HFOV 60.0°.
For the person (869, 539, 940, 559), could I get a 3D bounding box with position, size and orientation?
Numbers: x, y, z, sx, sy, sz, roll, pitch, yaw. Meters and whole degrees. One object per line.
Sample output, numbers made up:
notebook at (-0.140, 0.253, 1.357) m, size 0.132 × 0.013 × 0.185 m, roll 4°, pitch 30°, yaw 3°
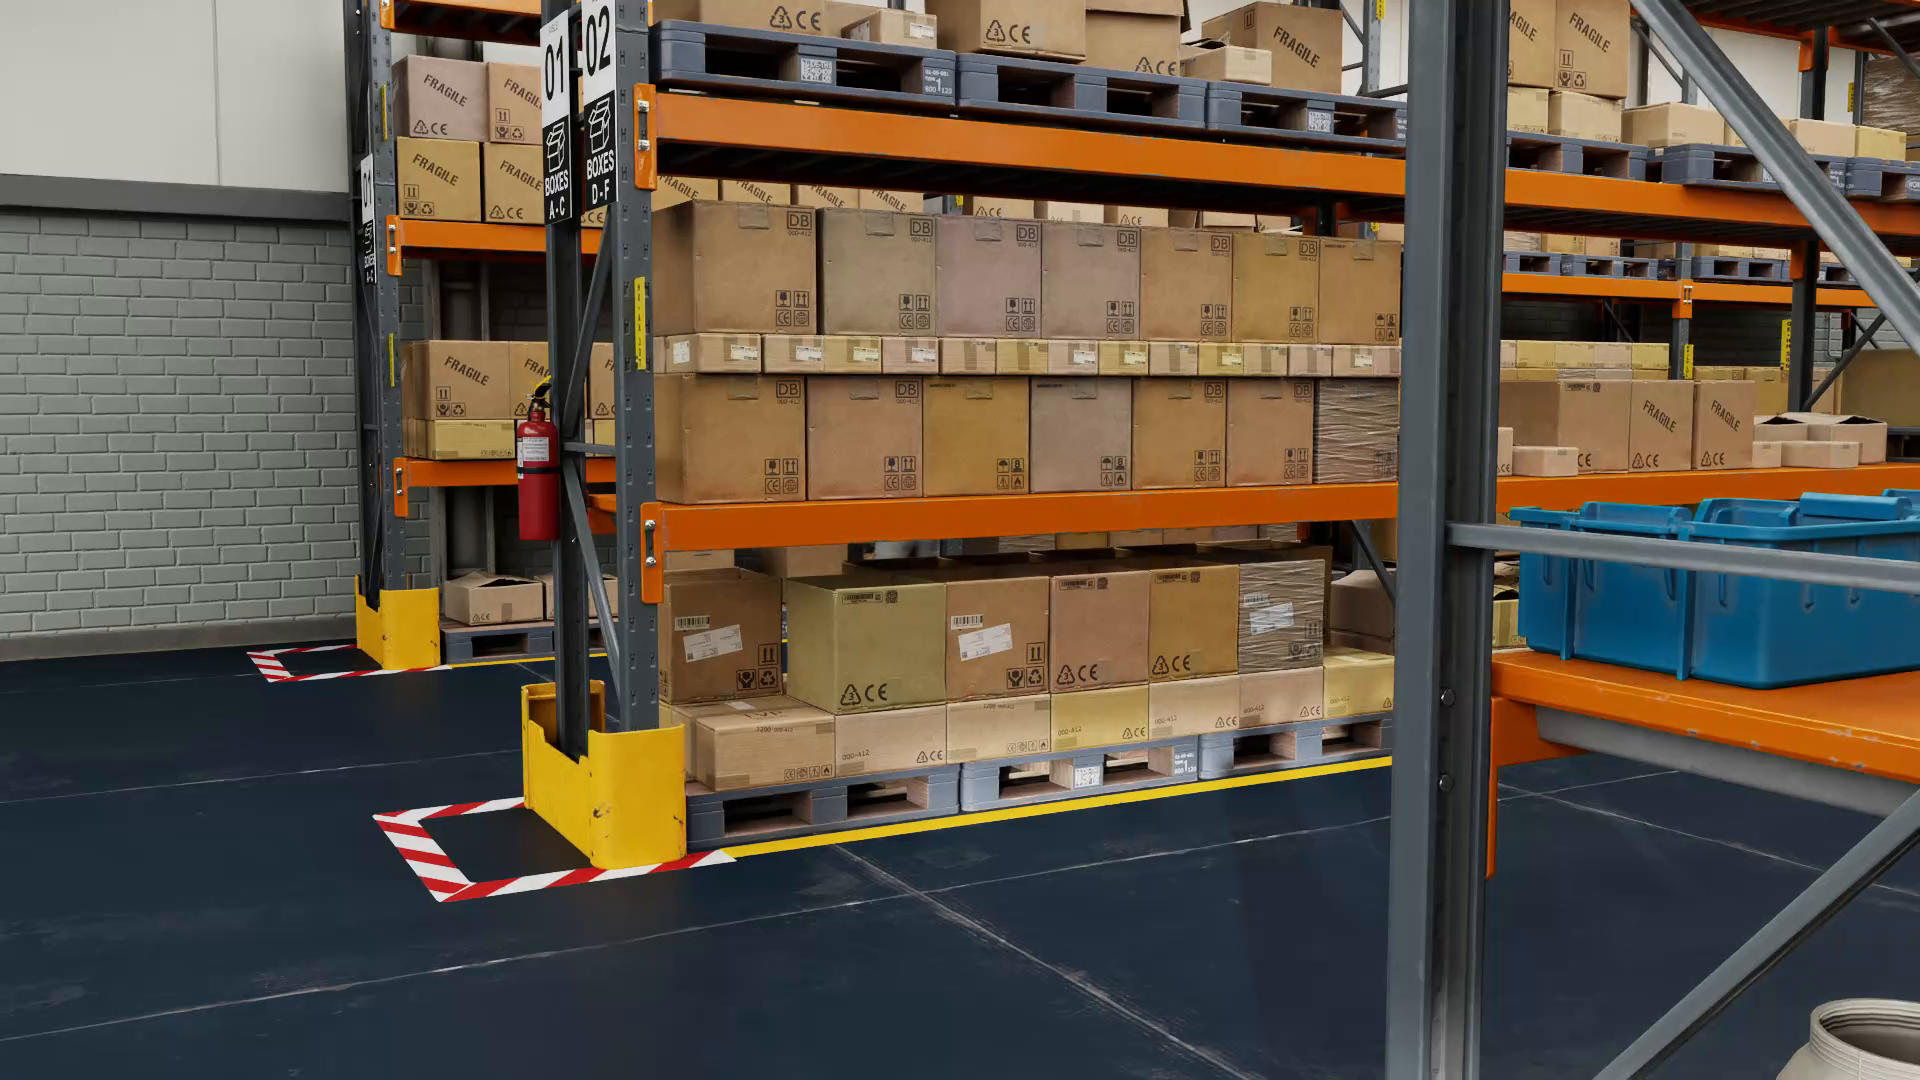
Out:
person at (-0.335, -0.086, 10.645) m, size 0.560 × 1.756 × 0.434 m, roll -3°, pitch 6°, yaw -30°
